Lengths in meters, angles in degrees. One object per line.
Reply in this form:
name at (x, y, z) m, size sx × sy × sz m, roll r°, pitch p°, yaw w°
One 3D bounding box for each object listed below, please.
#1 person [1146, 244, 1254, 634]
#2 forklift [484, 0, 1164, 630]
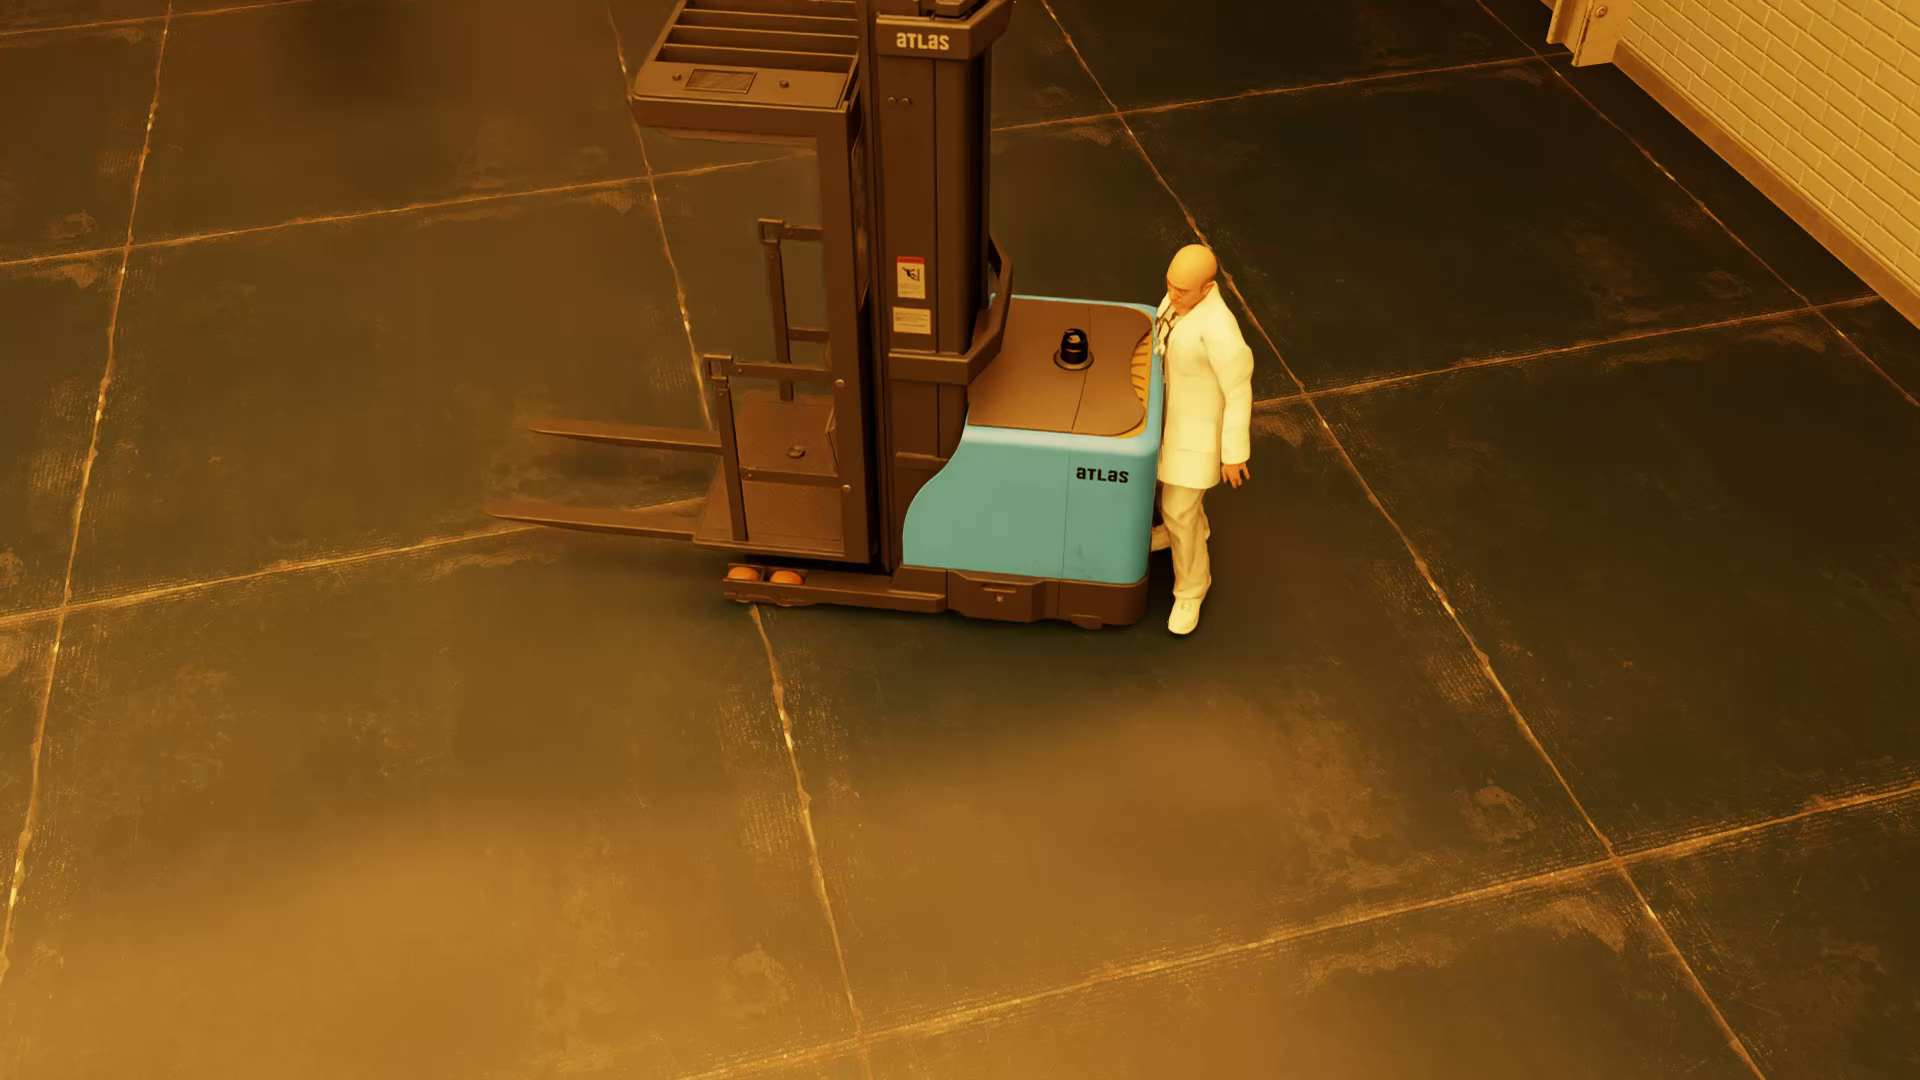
person at (0.991, -0.521, 7.072) m, size 0.452 × 1.749 × 0.917 m, roll -12°, pitch 45°, yaw -12°
forklift at (-0.630, -1.122, 6.832) m, size 3.031 × 2.935 × 1.130 m, roll 5°, pitch 44°, yaw 5°
